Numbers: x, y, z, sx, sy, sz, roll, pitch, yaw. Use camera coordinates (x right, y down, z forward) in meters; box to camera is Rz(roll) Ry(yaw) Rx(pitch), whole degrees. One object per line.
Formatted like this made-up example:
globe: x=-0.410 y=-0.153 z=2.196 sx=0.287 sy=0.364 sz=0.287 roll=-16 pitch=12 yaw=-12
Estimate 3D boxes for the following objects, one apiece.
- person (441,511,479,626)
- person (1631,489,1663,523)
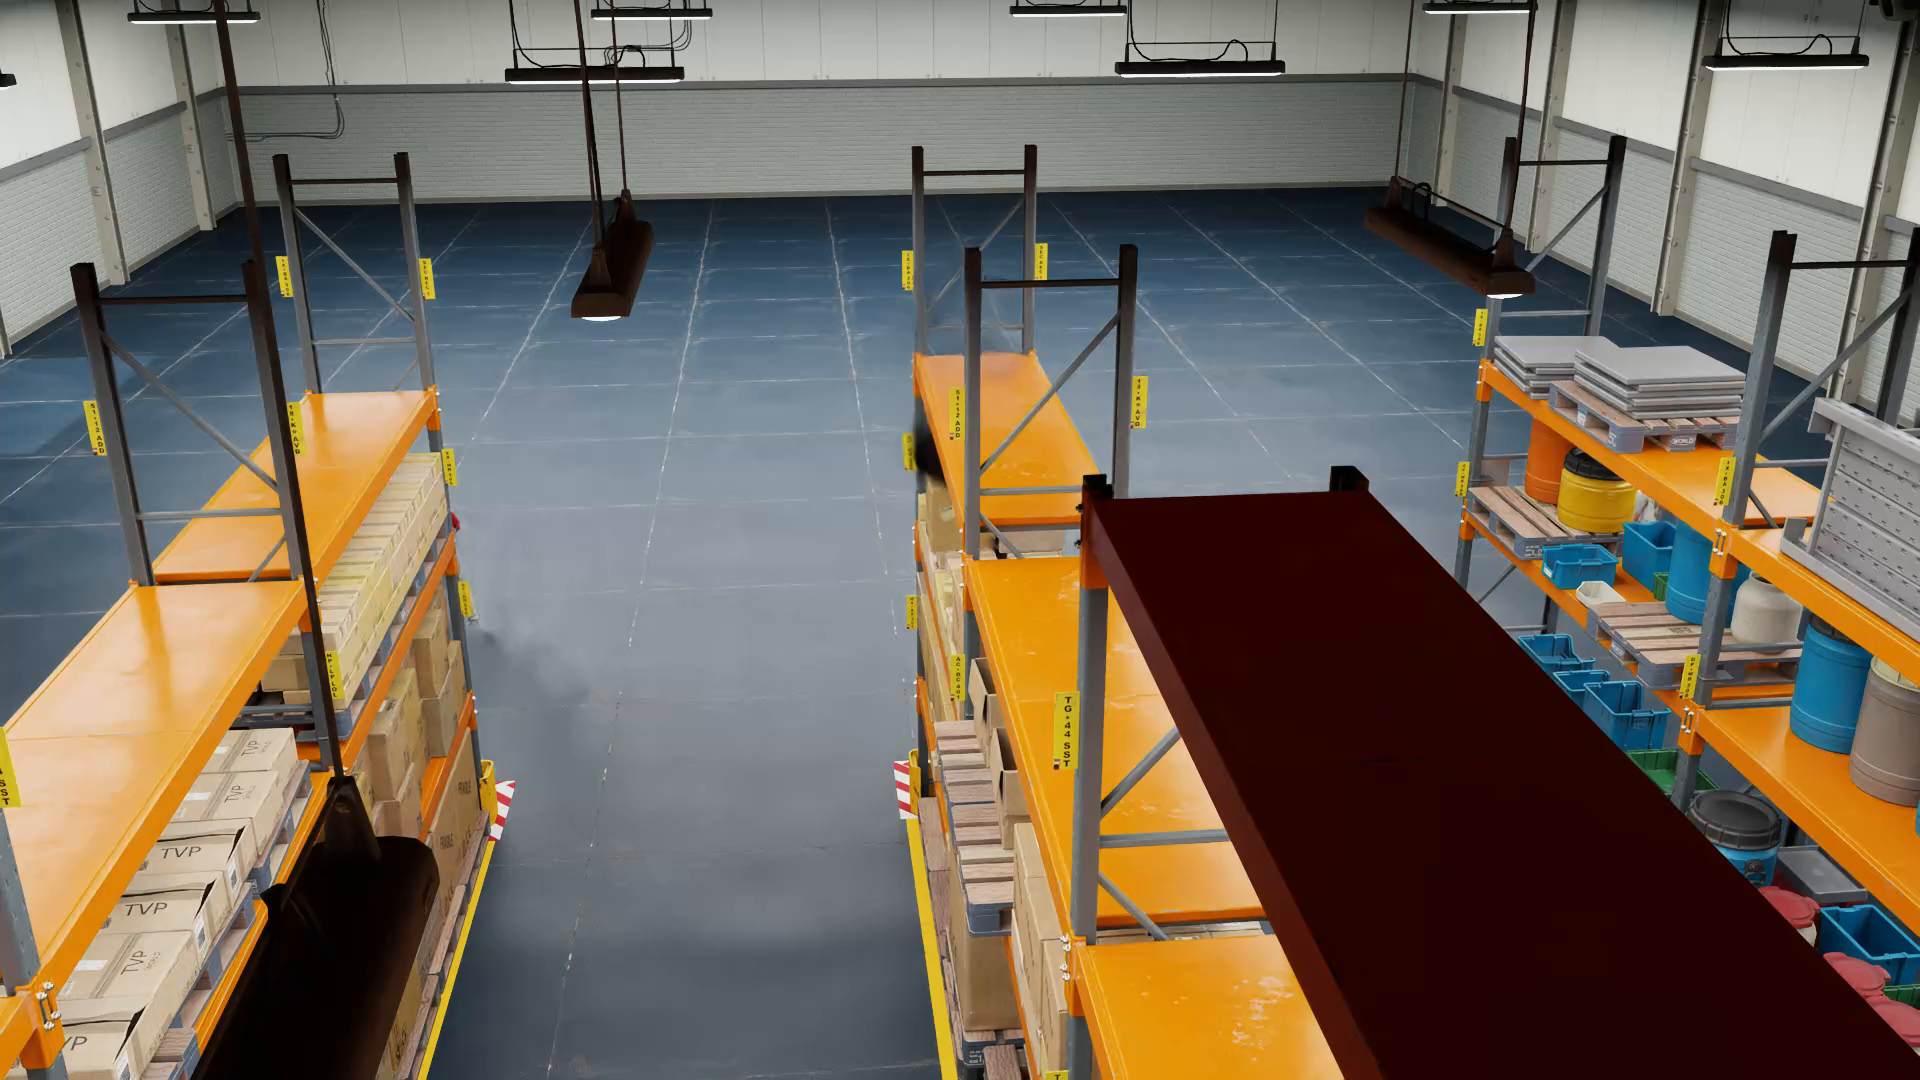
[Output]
person: x=-5.914 y=0.228 z=18.720 sx=0.994 sy=1.732 sz=0.703 roll=18 pitch=28 yaw=38
person: x=7.934 y=-0.053 z=19.371 sx=0.838 sy=1.803 sz=0.693 roll=9 pitch=23 yaw=22
